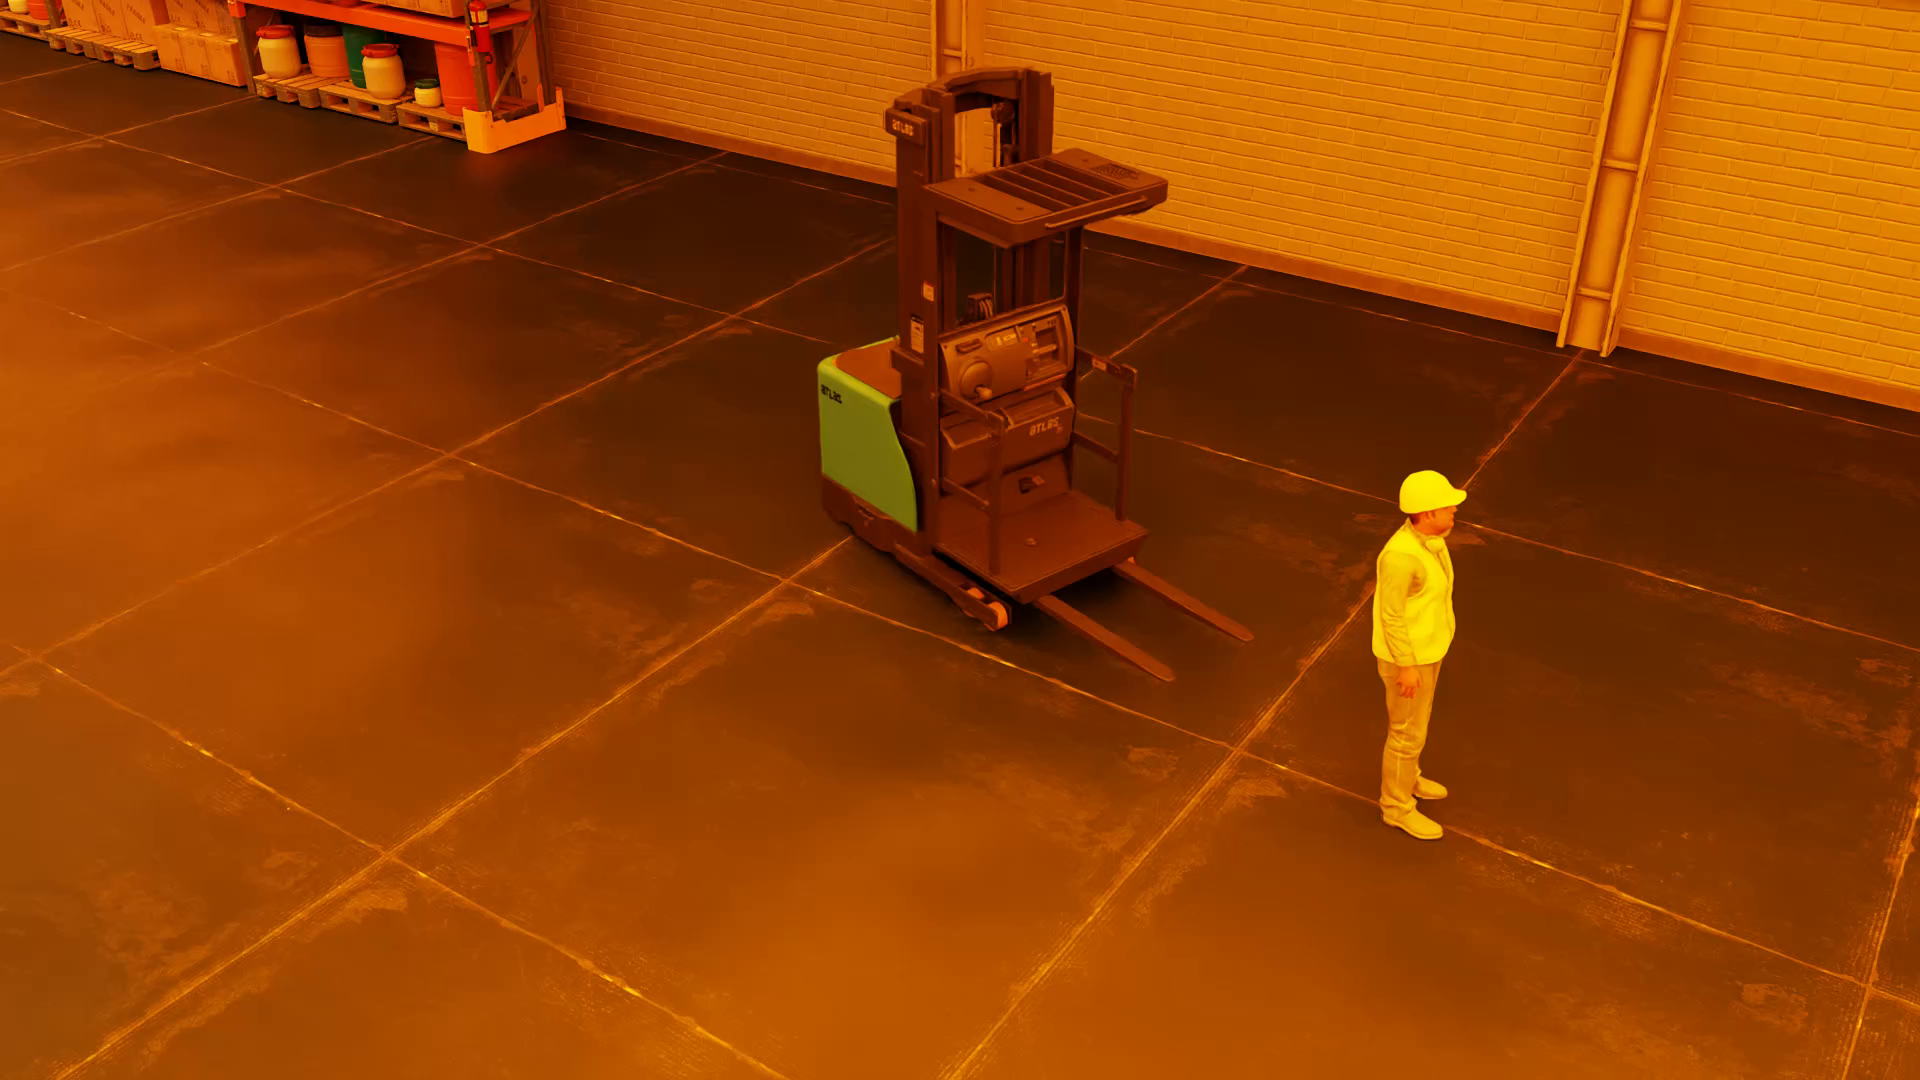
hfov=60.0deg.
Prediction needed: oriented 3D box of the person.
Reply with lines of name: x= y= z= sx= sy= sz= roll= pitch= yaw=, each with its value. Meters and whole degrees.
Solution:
person: x=2.196 y=0.513 z=7.852 sx=0.528 sy=1.785 sz=0.619 roll=15 pitch=33 yaw=24

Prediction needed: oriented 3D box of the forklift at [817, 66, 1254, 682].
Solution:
forklift: x=0.412 y=-1.026 z=9.349 sx=1.130 sy=2.935 sz=3.031 roll=-22 pitch=37 yaw=-33
